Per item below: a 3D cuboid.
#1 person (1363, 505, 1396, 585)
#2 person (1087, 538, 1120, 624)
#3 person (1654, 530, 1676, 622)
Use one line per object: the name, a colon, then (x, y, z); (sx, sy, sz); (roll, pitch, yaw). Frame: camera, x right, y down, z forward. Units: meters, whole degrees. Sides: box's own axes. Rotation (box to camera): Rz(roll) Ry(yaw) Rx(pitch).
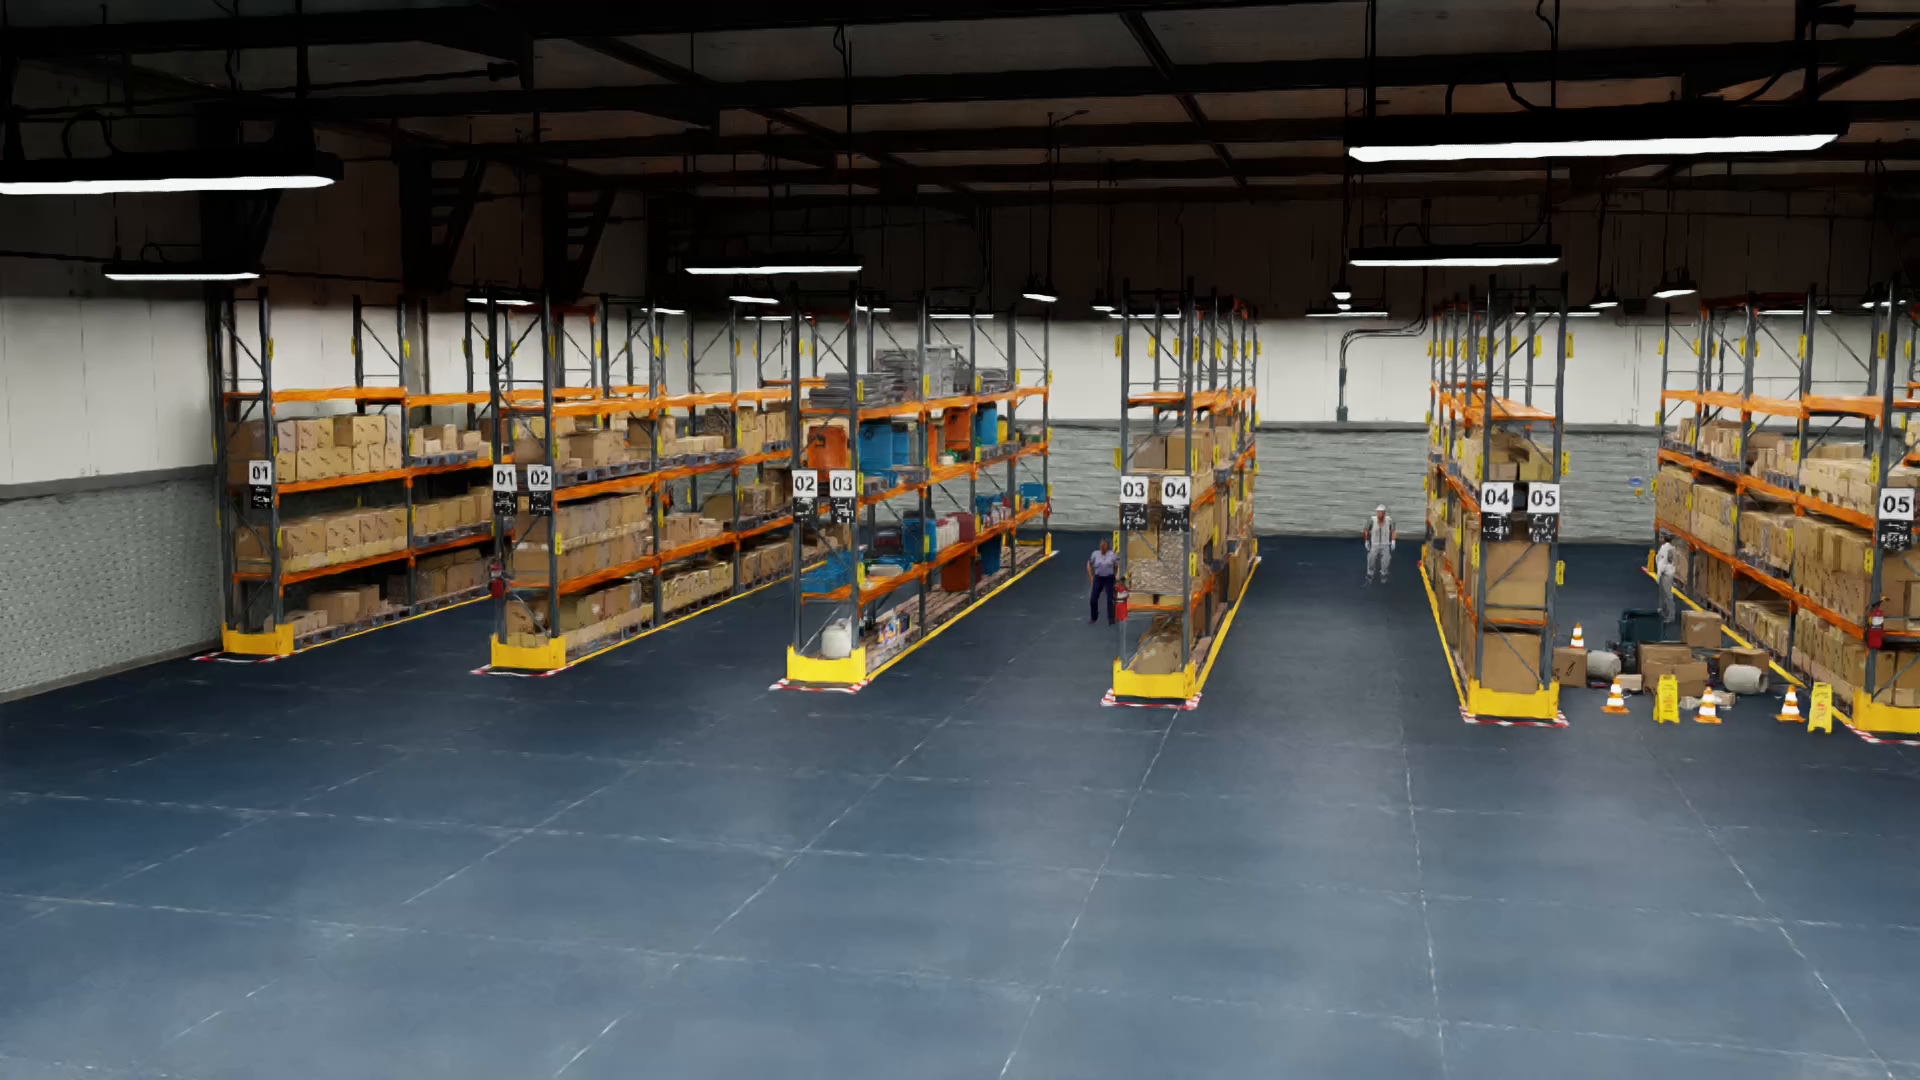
person: (8.877, 0.108, 35.180); (0.677, 1.742, 0.547); (1, 7, 12)
person: (2.625, 0.752, 30.323); (0.625, 1.573, 0.510); (1, 7, 11)
person: (12.948, 0.649, 30.596); (0.552, 1.664, 0.573); (5, 8, 36)
